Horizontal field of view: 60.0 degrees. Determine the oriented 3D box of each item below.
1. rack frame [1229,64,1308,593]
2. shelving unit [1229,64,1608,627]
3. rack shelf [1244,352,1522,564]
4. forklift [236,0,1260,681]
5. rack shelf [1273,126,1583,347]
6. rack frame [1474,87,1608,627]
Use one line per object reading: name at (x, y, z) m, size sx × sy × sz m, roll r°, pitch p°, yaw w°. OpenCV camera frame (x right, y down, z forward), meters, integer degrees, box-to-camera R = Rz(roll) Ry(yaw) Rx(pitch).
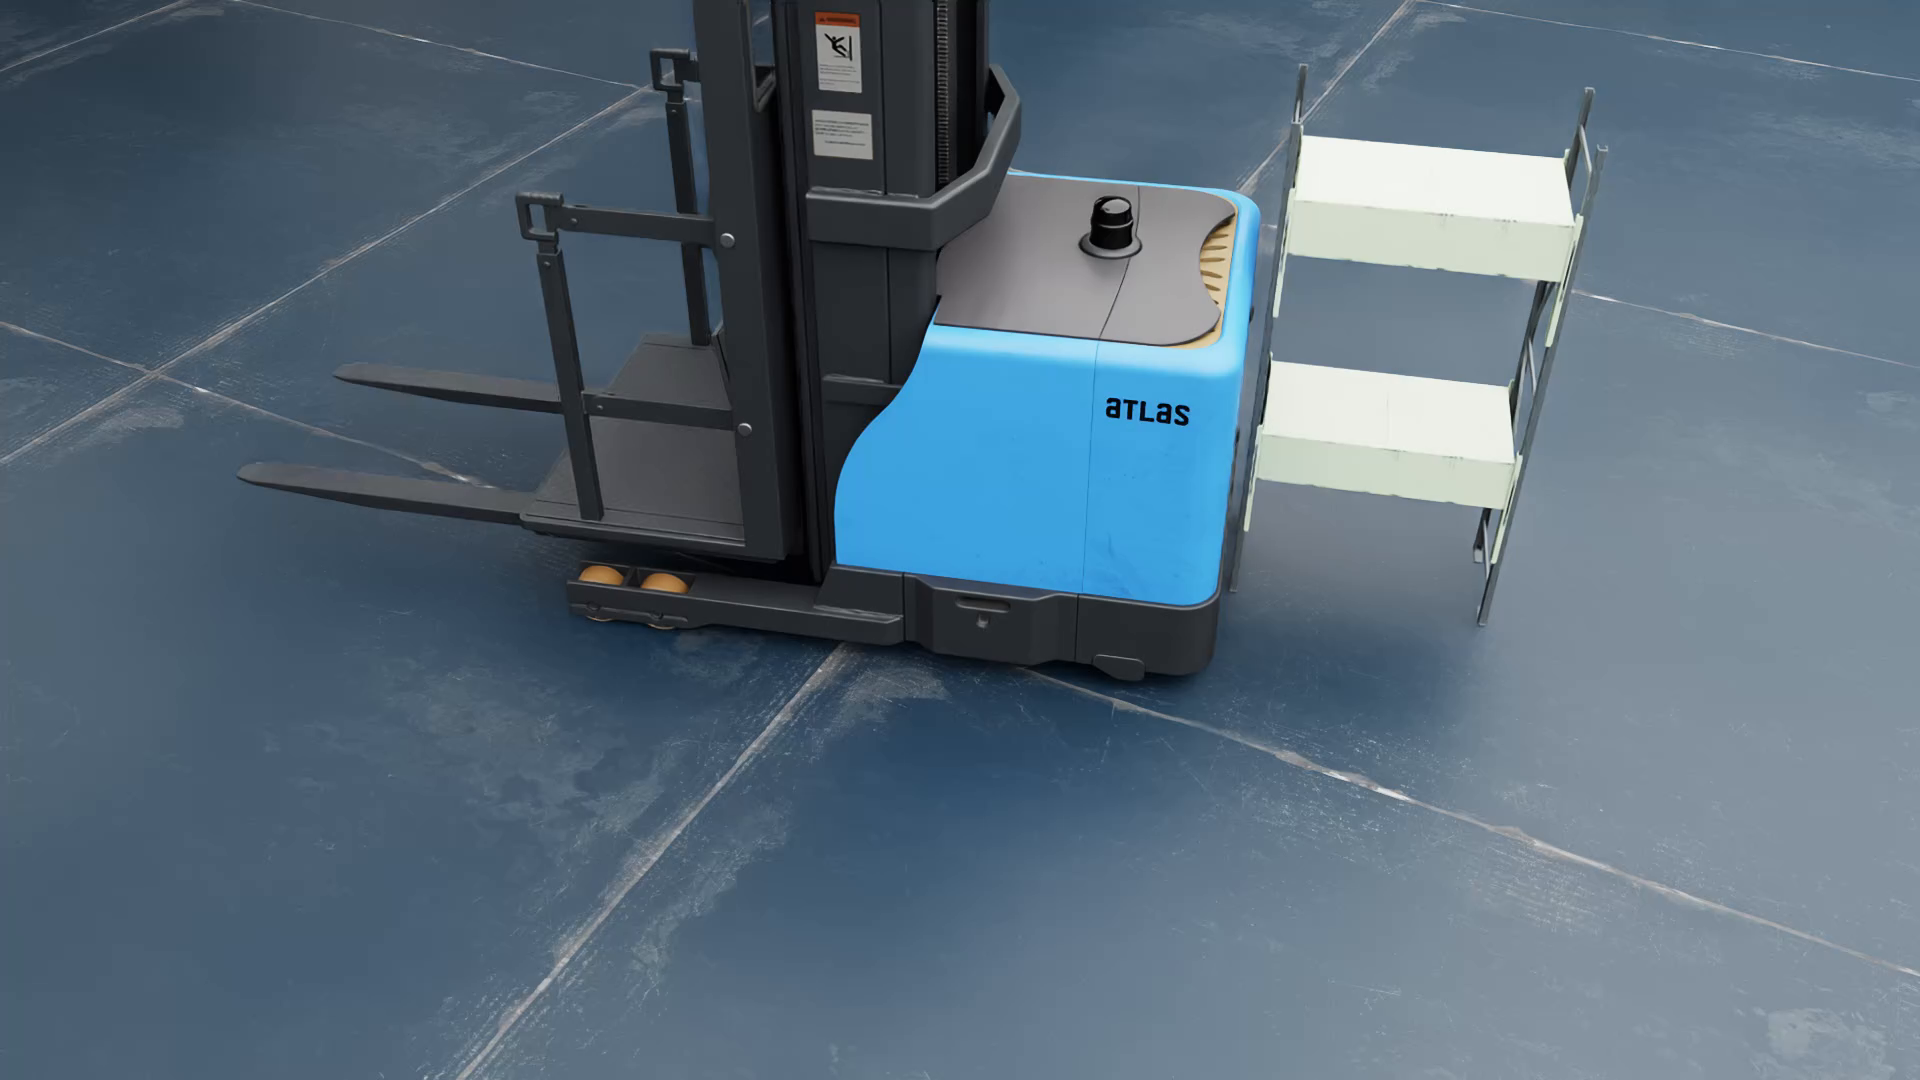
rack frame at (0.872, -0.555, 4.734) m, size 0.023 × 1.500 × 0.400 m, roll 8°, pitch 38°, yaw 9°
shelving unit at (1.229, -0.507, 4.674) m, size 0.755 × 1.500 × 0.431 m, roll 8°, pitch 38°, yaw 9°
rack shelf at (1.228, -0.247, 4.871) m, size 0.720 × 0.370 × 0.431 m, roll 8°, pitch 38°, yaw 9°
forklift at (-0.691, -1.209, 4.419) m, size 3.031 × 2.935 × 1.130 m, roll 7°, pitch 38°, yaw 9°
rack shelf at (1.231, -0.817, 4.438) m, size 0.720 × 0.370 × 0.431 m, roll 8°, pitch 38°, yaw 9°
rack frame at (1.587, -0.459, 4.614) m, size 0.023 × 1.500 × 0.400 m, roll 8°, pitch 38°, yaw 9°
